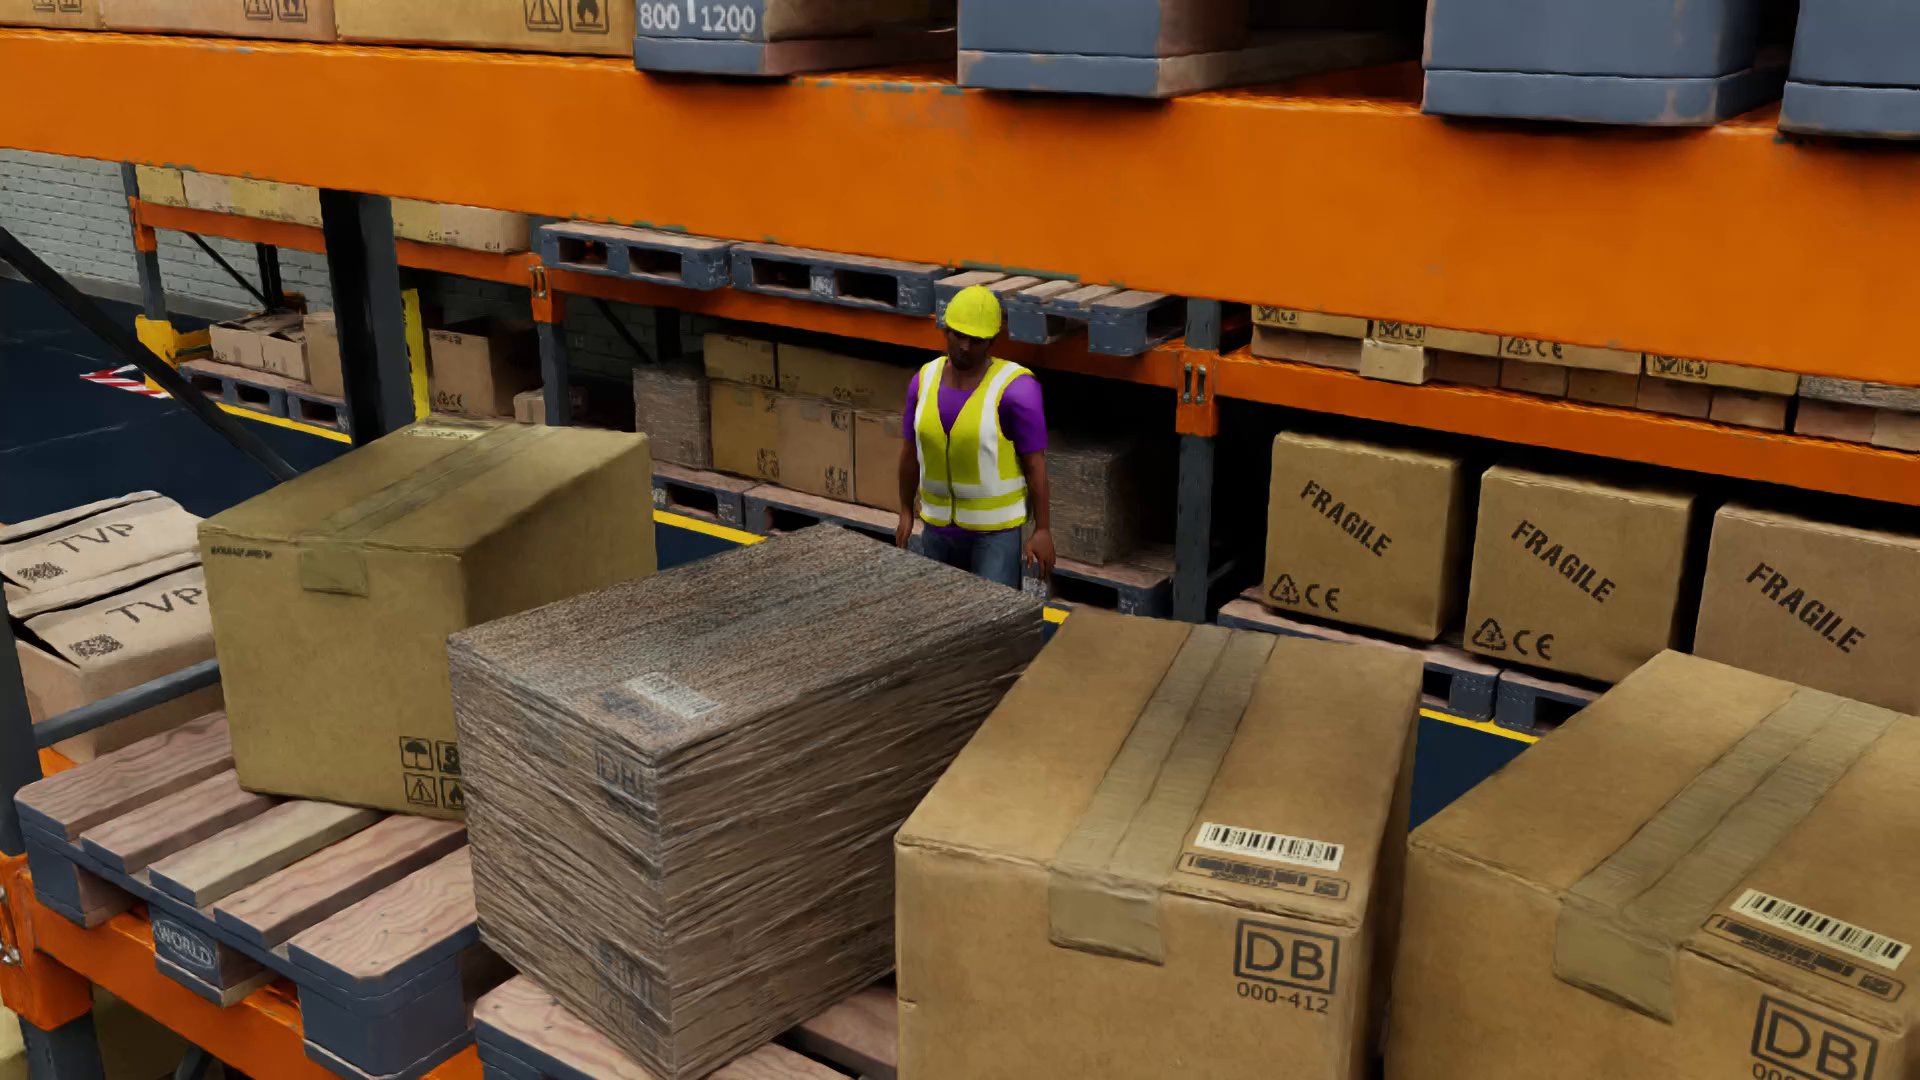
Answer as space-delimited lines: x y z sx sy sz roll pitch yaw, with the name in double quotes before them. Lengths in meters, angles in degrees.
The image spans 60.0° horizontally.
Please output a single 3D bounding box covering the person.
"person" 0.030 -0.046 6.107 0.651 1.759 0.494 12 23 31
